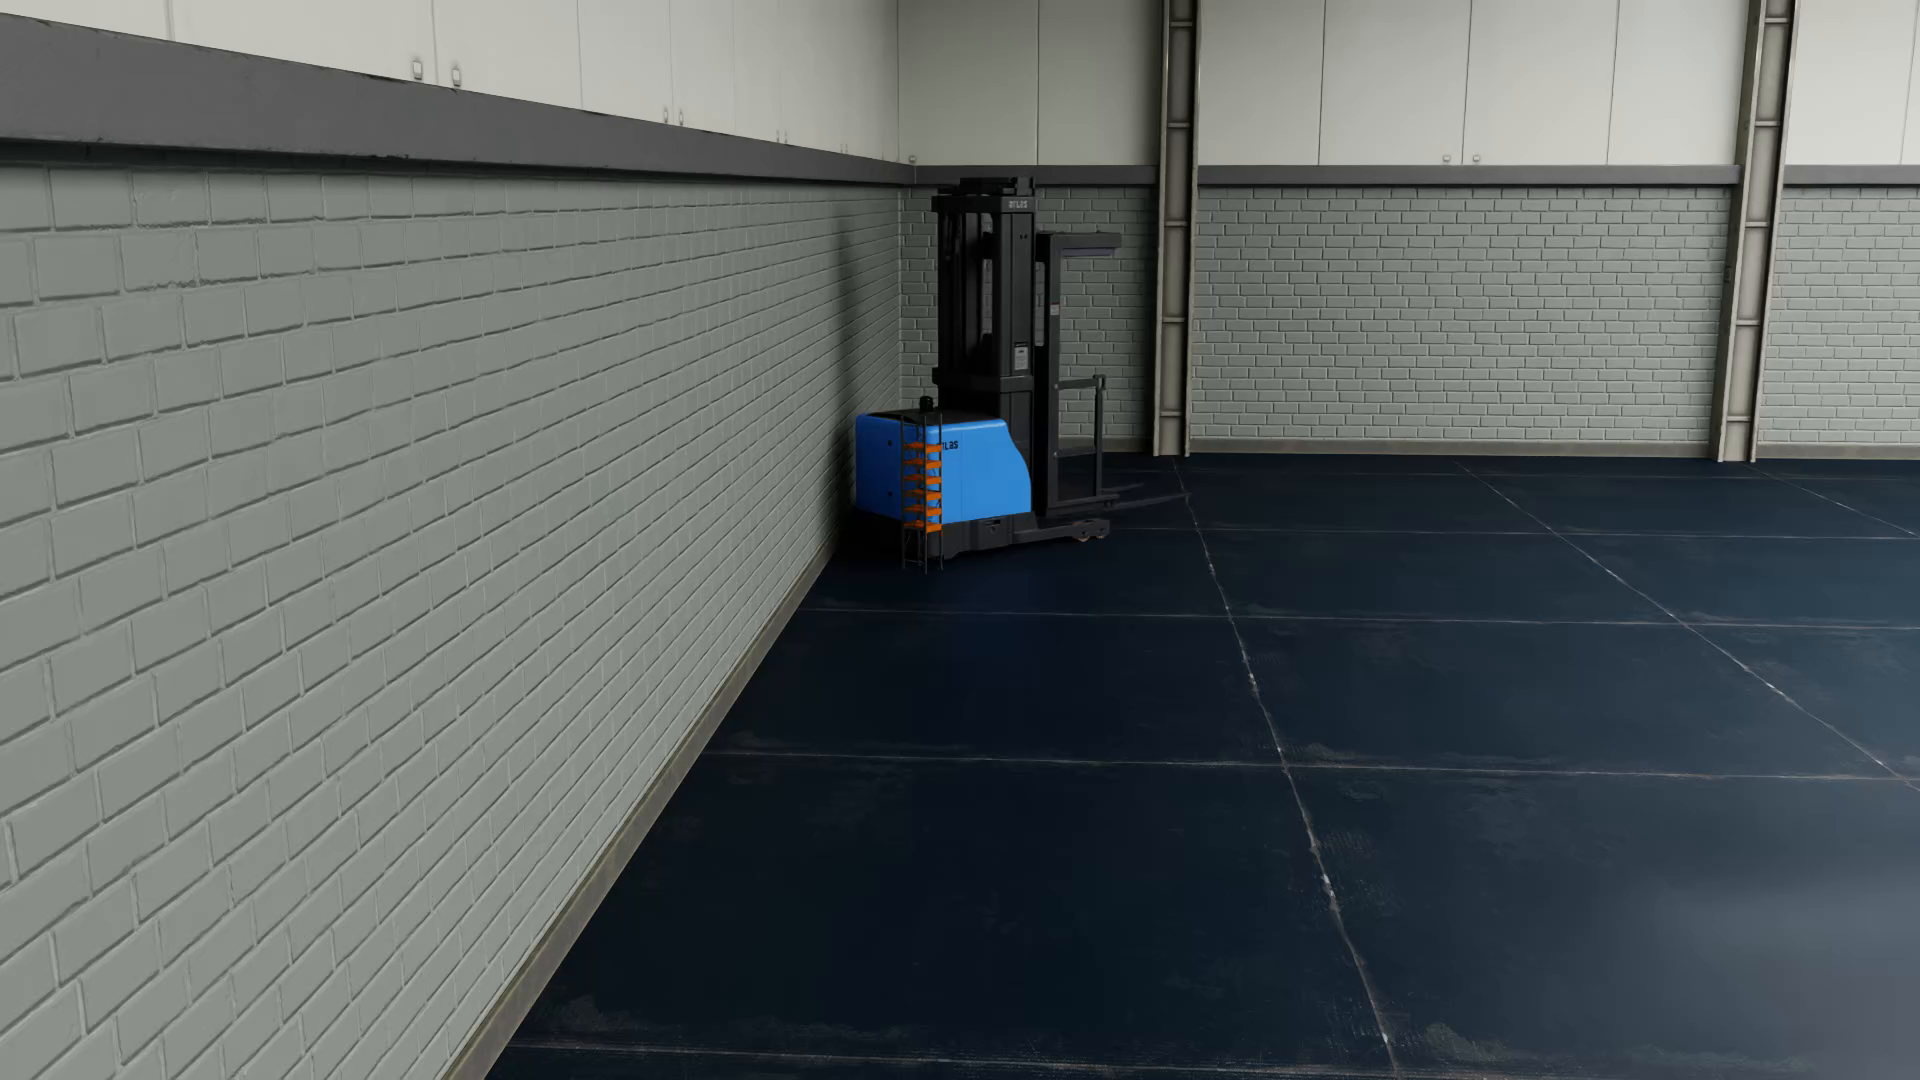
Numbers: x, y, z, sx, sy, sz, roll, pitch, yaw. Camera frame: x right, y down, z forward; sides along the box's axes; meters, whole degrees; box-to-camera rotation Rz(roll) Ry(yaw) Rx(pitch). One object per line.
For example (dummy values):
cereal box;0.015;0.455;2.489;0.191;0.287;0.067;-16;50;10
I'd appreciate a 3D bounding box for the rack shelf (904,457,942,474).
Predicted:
rack shelf;-0.291;-0.552;12.519;0.258;0.103;0.180;9;15;38

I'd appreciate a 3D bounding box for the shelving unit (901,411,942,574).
shelving unit;-0.291;-0.360;12.559;0.258;1.200;0.189;9;15;38

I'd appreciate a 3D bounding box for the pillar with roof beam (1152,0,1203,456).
pillar with roof beam;2.026;-4.472;13.169;0.400;9.000;9.100;1;12;4

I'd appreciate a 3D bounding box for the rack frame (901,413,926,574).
rack frame;-0.348;-0.345;12.489;0.240;1.200;0.006;9;15;38

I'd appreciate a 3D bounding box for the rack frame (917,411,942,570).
rack frame;-0.234;-0.375;12.629;0.240;1.200;0.006;9;15;38

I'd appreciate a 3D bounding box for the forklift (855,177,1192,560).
forklift;0.631;-1.498;13.769;3.031;2.935;1.130;-9;15;-36

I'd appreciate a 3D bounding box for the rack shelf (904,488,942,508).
rack shelf;-0.291;-0.317;12.568;0.258;0.103;0.180;9;15;38

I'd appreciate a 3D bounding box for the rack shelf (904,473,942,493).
rack shelf;-0.291;-0.434;12.544;0.258;0.103;0.180;9;15;38

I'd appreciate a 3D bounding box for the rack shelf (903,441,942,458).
rack shelf;-0.291;-0.669;12.494;0.258;0.103;0.180;9;15;38

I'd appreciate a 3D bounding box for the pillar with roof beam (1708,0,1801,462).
pillar with roof beam;8.013;-4.390;12.776;0.400;9.000;9.100;1;12;4

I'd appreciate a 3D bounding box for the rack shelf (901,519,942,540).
rack shelf;-0.291;-0.082;12.617;0.258;0.103;0.180;9;15;38

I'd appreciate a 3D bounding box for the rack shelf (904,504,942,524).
rack shelf;-0.291;-0.199;12.593;0.258;0.103;0.180;9;15;38
